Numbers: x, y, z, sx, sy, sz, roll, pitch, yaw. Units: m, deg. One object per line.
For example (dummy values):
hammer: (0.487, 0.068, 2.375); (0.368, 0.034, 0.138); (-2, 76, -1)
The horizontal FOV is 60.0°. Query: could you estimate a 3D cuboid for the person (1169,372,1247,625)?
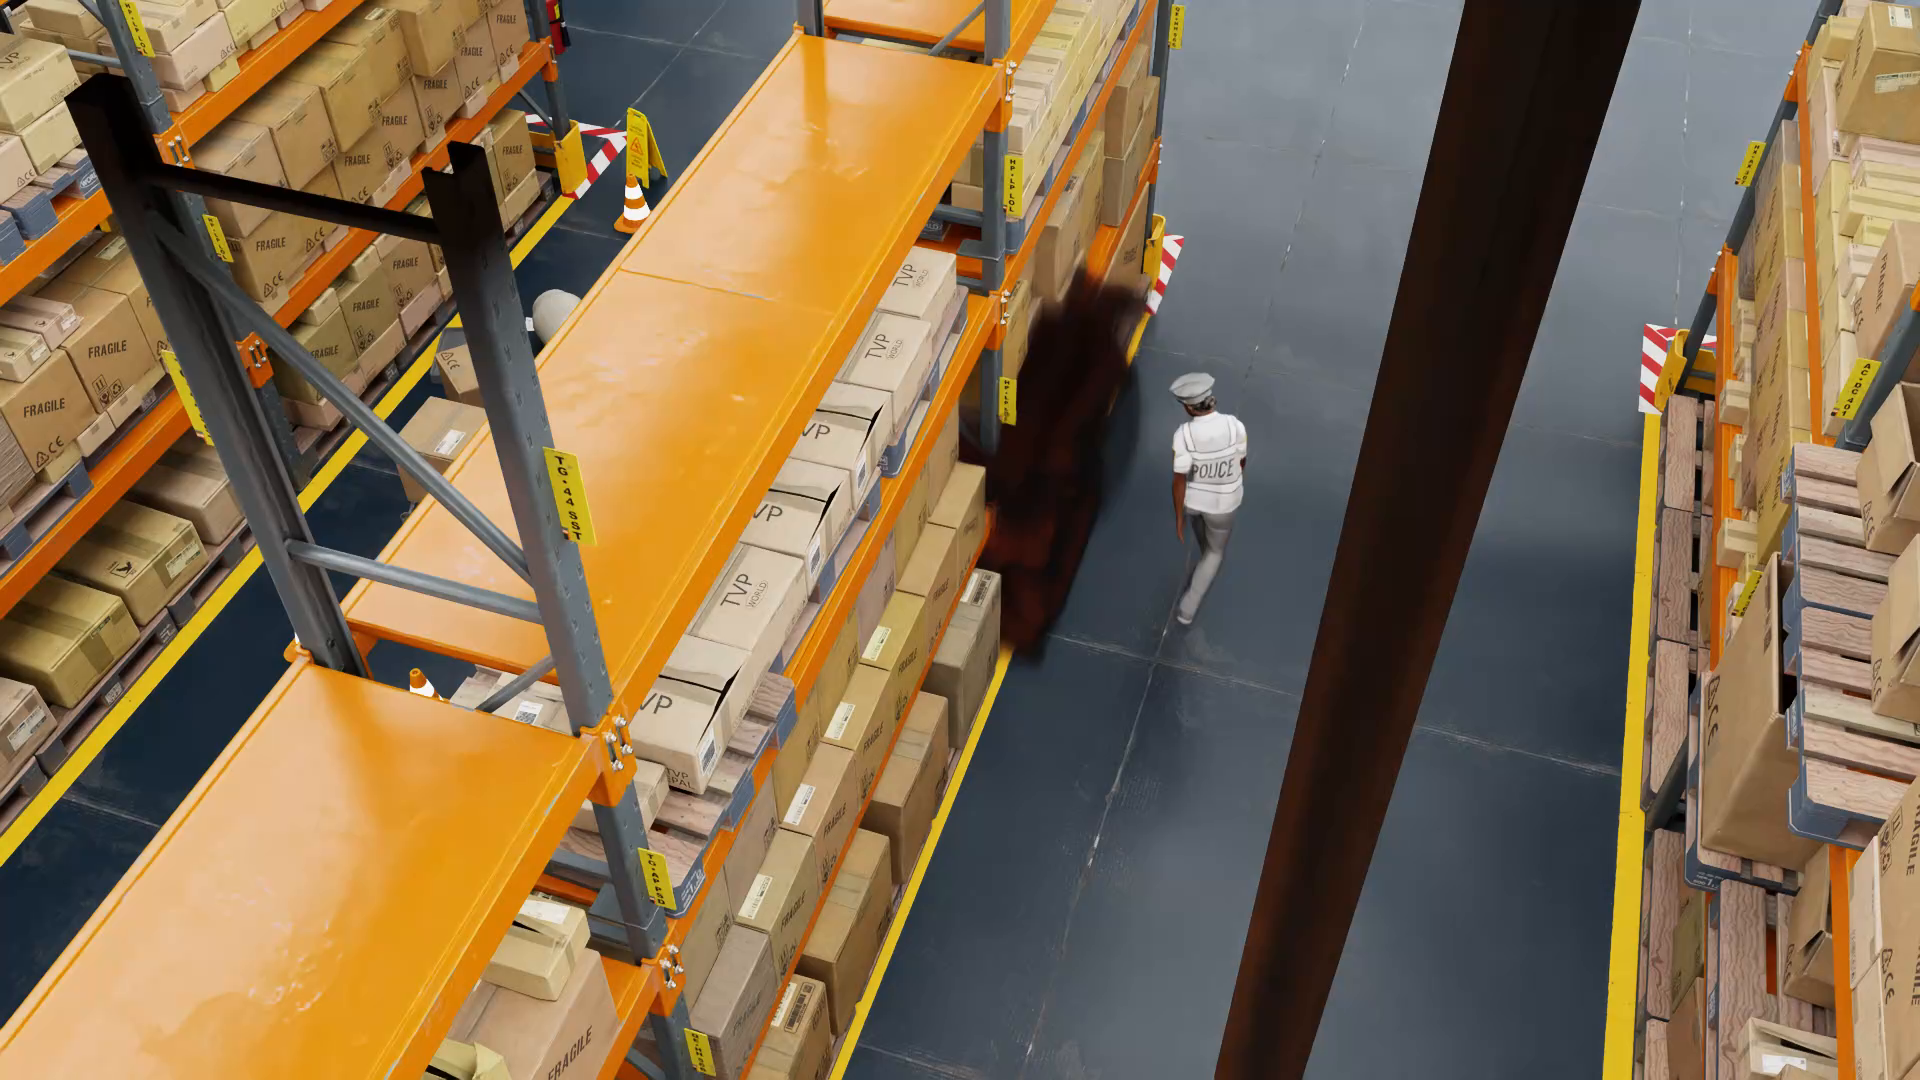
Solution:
person: (1.442, -0.311, 9.948); (0.532, 1.558, 0.948); (19, 49, 17)
